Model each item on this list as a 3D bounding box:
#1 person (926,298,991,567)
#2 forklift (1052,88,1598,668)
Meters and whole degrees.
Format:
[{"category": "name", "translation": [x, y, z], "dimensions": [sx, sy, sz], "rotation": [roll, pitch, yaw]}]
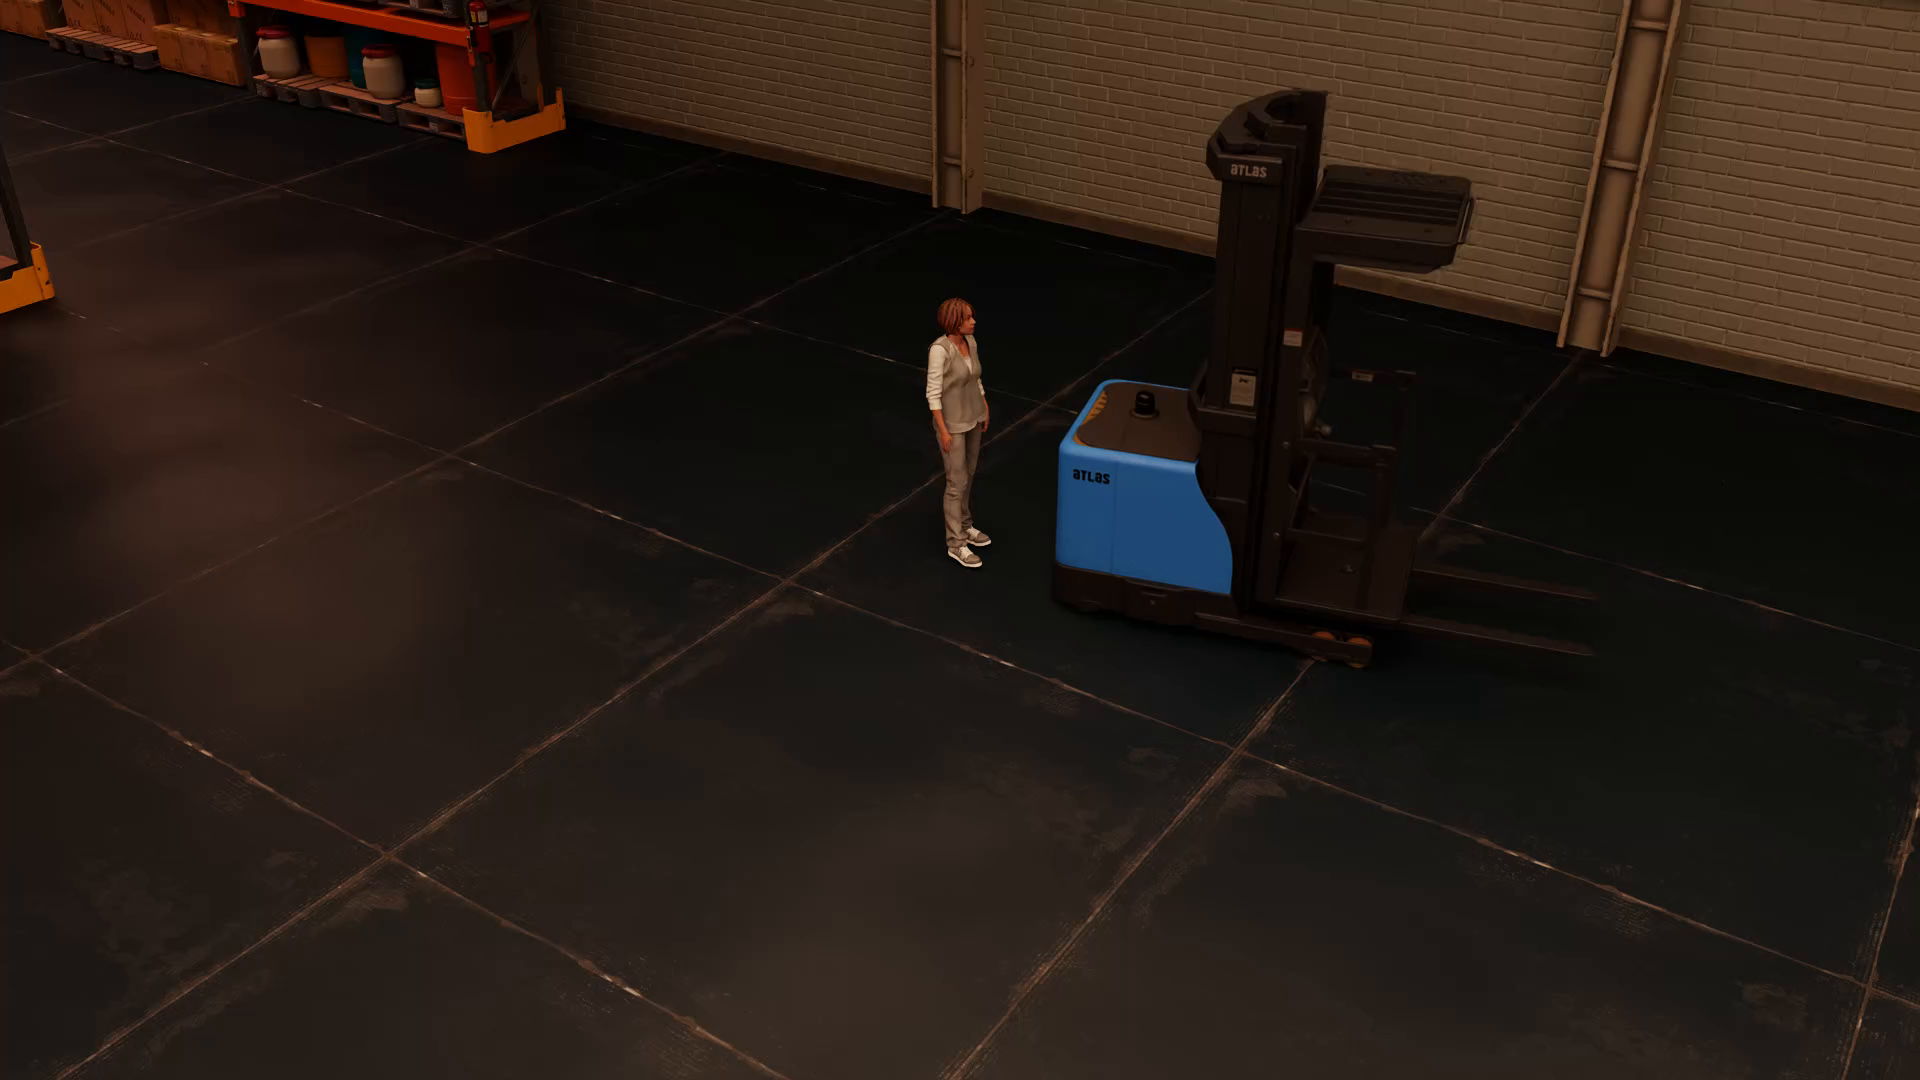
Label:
[{"category": "person", "translation": [0.054, -0.670, 10.050], "dimensions": [0.473, 1.599, 0.521], "rotation": [19, 35, 29]}, {"category": "forklift", "translation": [2.114, -0.856, 9.056], "dimensions": [3.031, 2.935, 1.130], "rotation": [10, 32, 17]}]
